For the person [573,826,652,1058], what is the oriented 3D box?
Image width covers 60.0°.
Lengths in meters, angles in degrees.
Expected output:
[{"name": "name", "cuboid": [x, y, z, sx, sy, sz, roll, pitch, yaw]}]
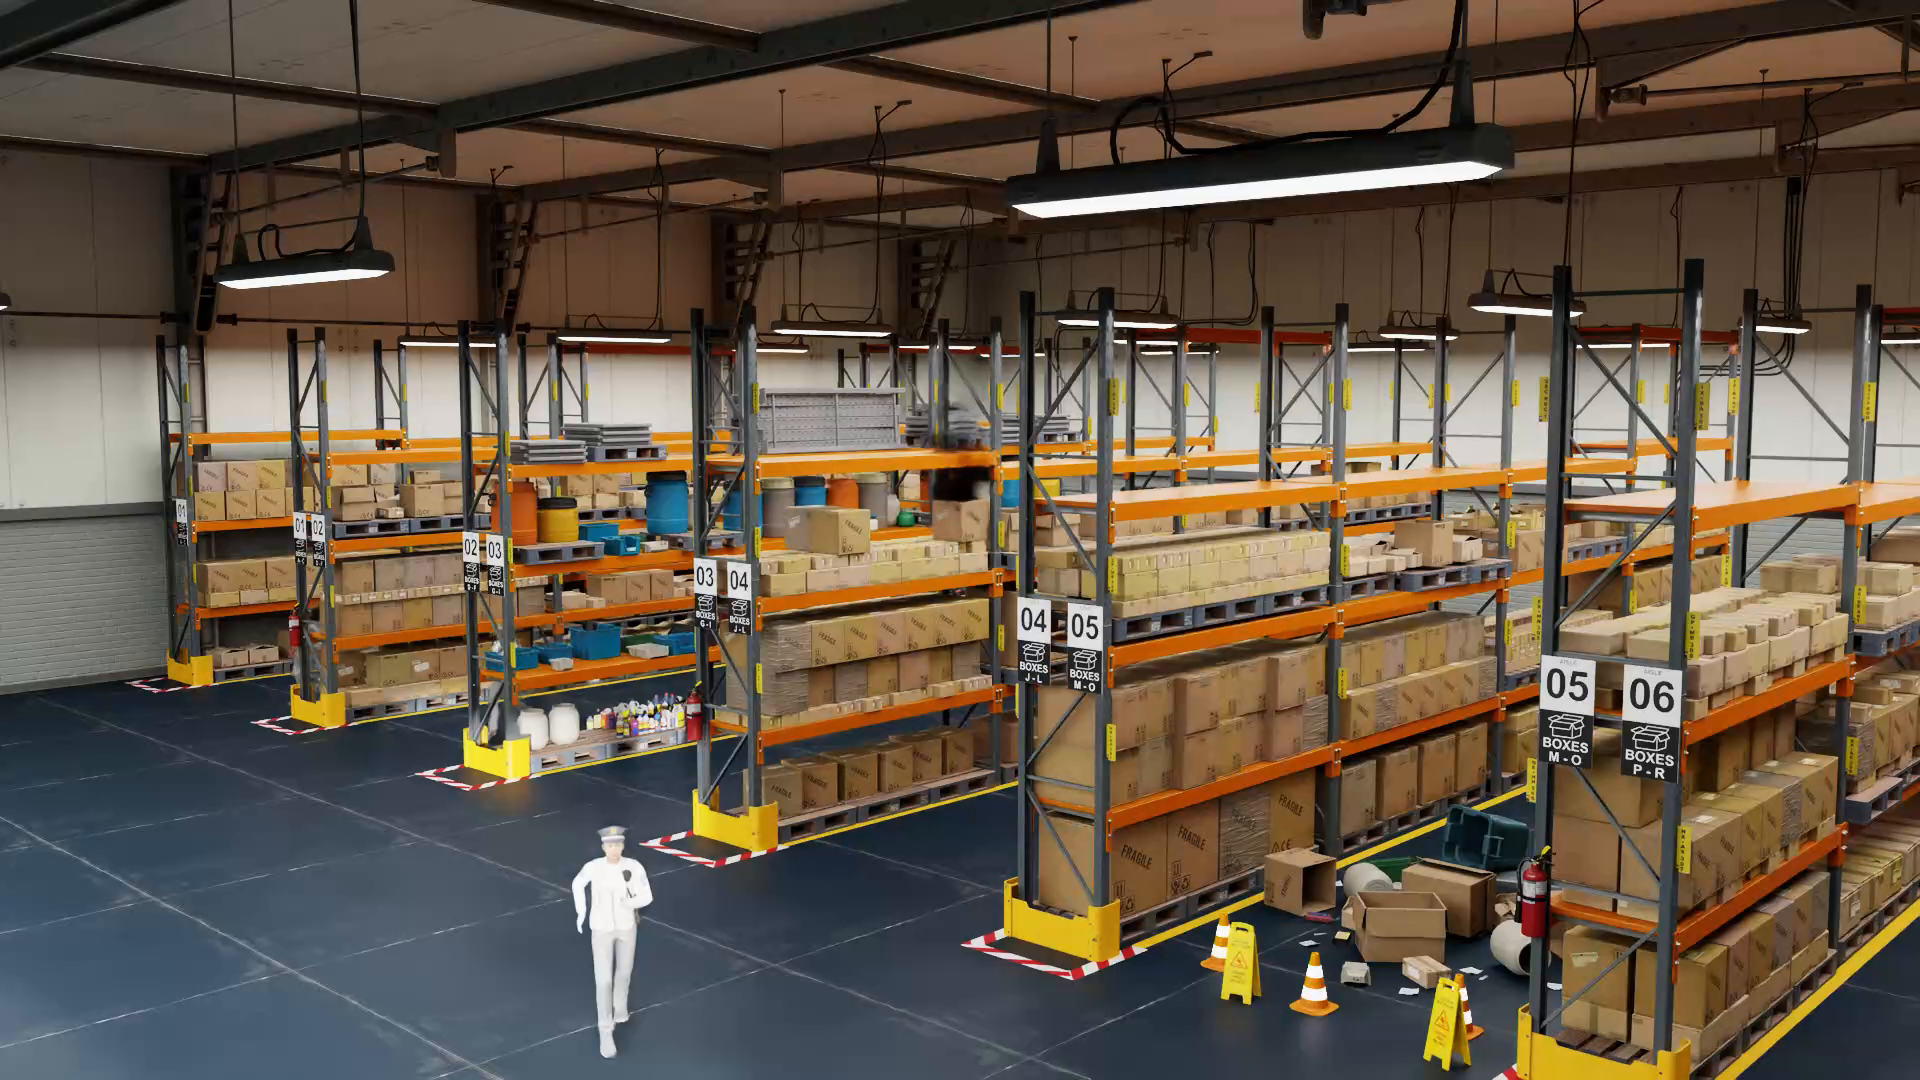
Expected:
[{"name": "person", "cuboid": [-2.724, 3.092, 13.086, 0.589, 1.742, 0.769, -2, 6, -17]}]

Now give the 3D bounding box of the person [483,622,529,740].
[{"name": "person", "cuboid": [-6.611, 2.023, 24.227, 0.567, 1.697, 0.933, 4, 7, 37]}]

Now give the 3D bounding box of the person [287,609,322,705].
[{"name": "person", "cuboid": [-10.541, 1.919, 26.936, 0.552, 1.480, 0.614, 3, 6, 26]}]
